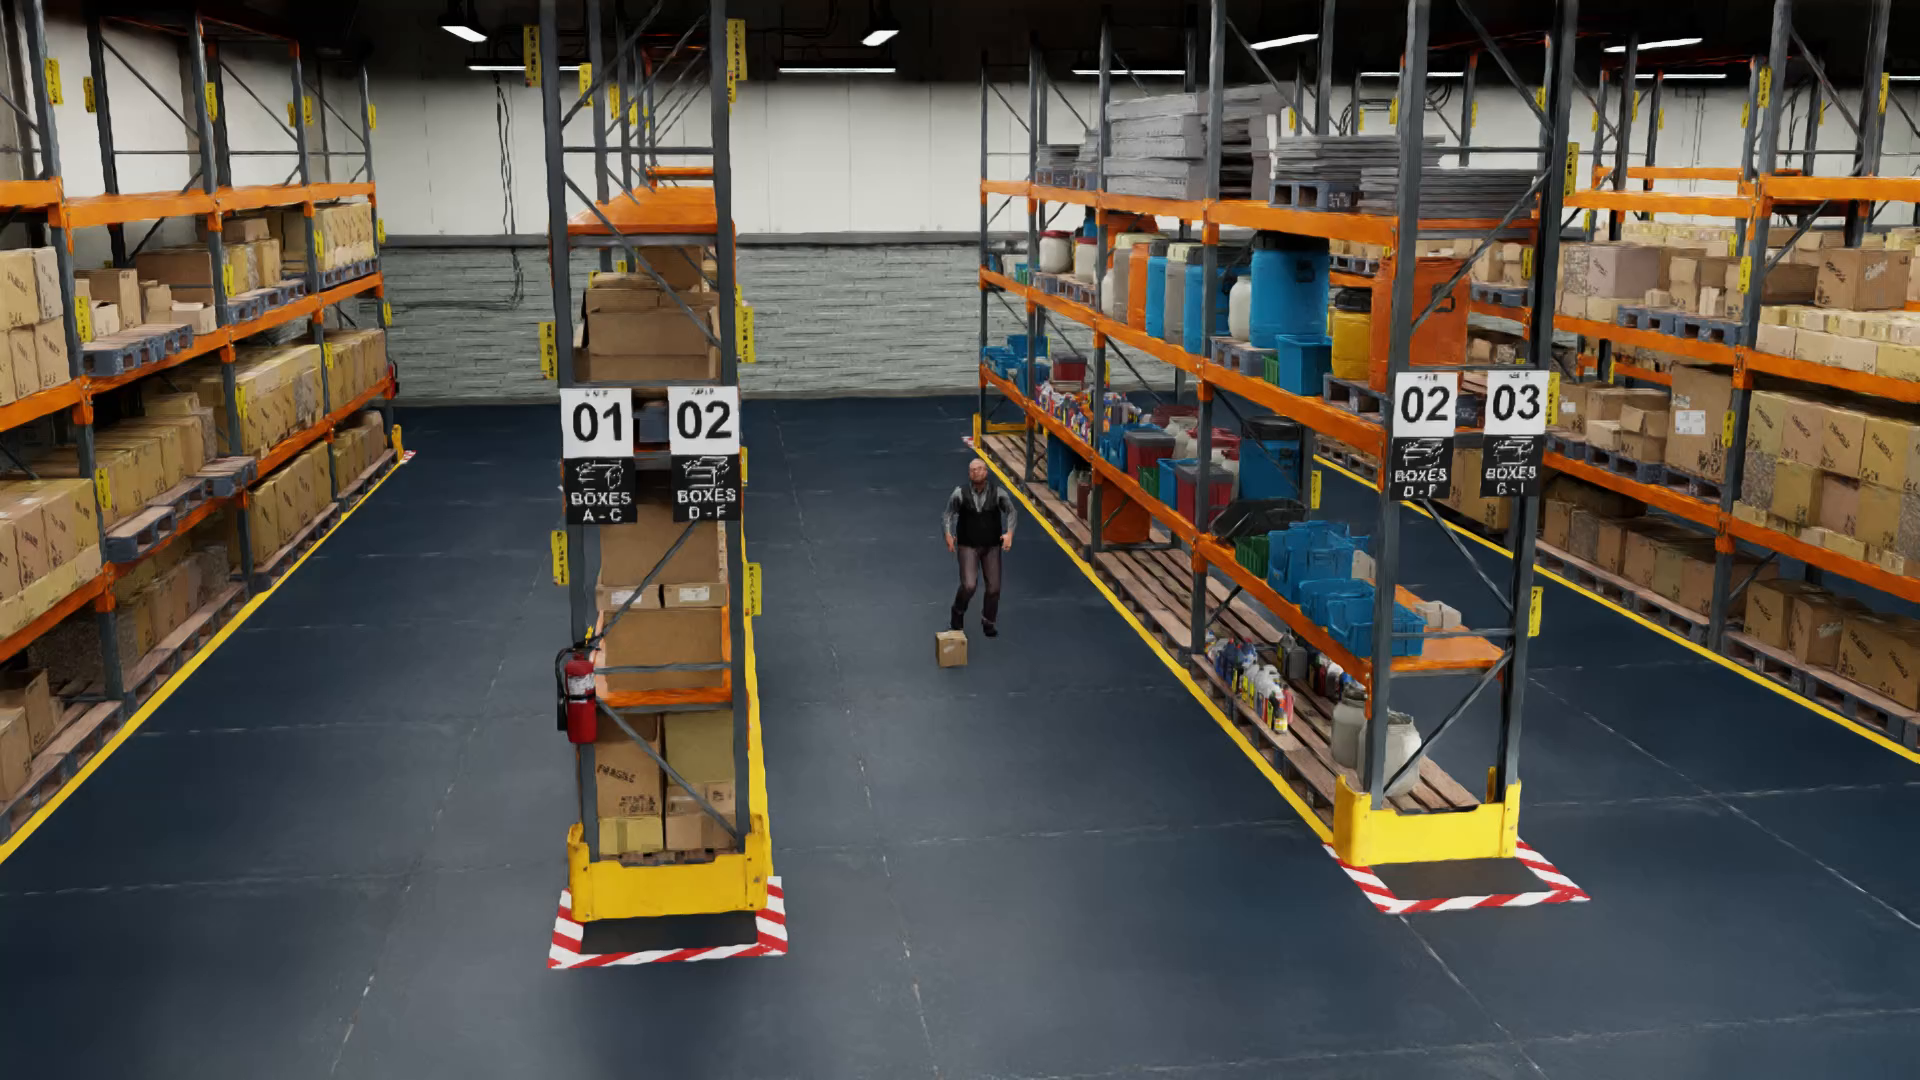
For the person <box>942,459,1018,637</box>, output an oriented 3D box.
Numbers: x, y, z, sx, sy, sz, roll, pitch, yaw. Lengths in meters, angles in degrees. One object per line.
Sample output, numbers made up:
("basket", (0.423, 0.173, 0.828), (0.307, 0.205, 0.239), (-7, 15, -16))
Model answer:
("person", (0.207, 0.081, 15.766), (0.716, 1.695, 0.502), (-2, 13, -8))
